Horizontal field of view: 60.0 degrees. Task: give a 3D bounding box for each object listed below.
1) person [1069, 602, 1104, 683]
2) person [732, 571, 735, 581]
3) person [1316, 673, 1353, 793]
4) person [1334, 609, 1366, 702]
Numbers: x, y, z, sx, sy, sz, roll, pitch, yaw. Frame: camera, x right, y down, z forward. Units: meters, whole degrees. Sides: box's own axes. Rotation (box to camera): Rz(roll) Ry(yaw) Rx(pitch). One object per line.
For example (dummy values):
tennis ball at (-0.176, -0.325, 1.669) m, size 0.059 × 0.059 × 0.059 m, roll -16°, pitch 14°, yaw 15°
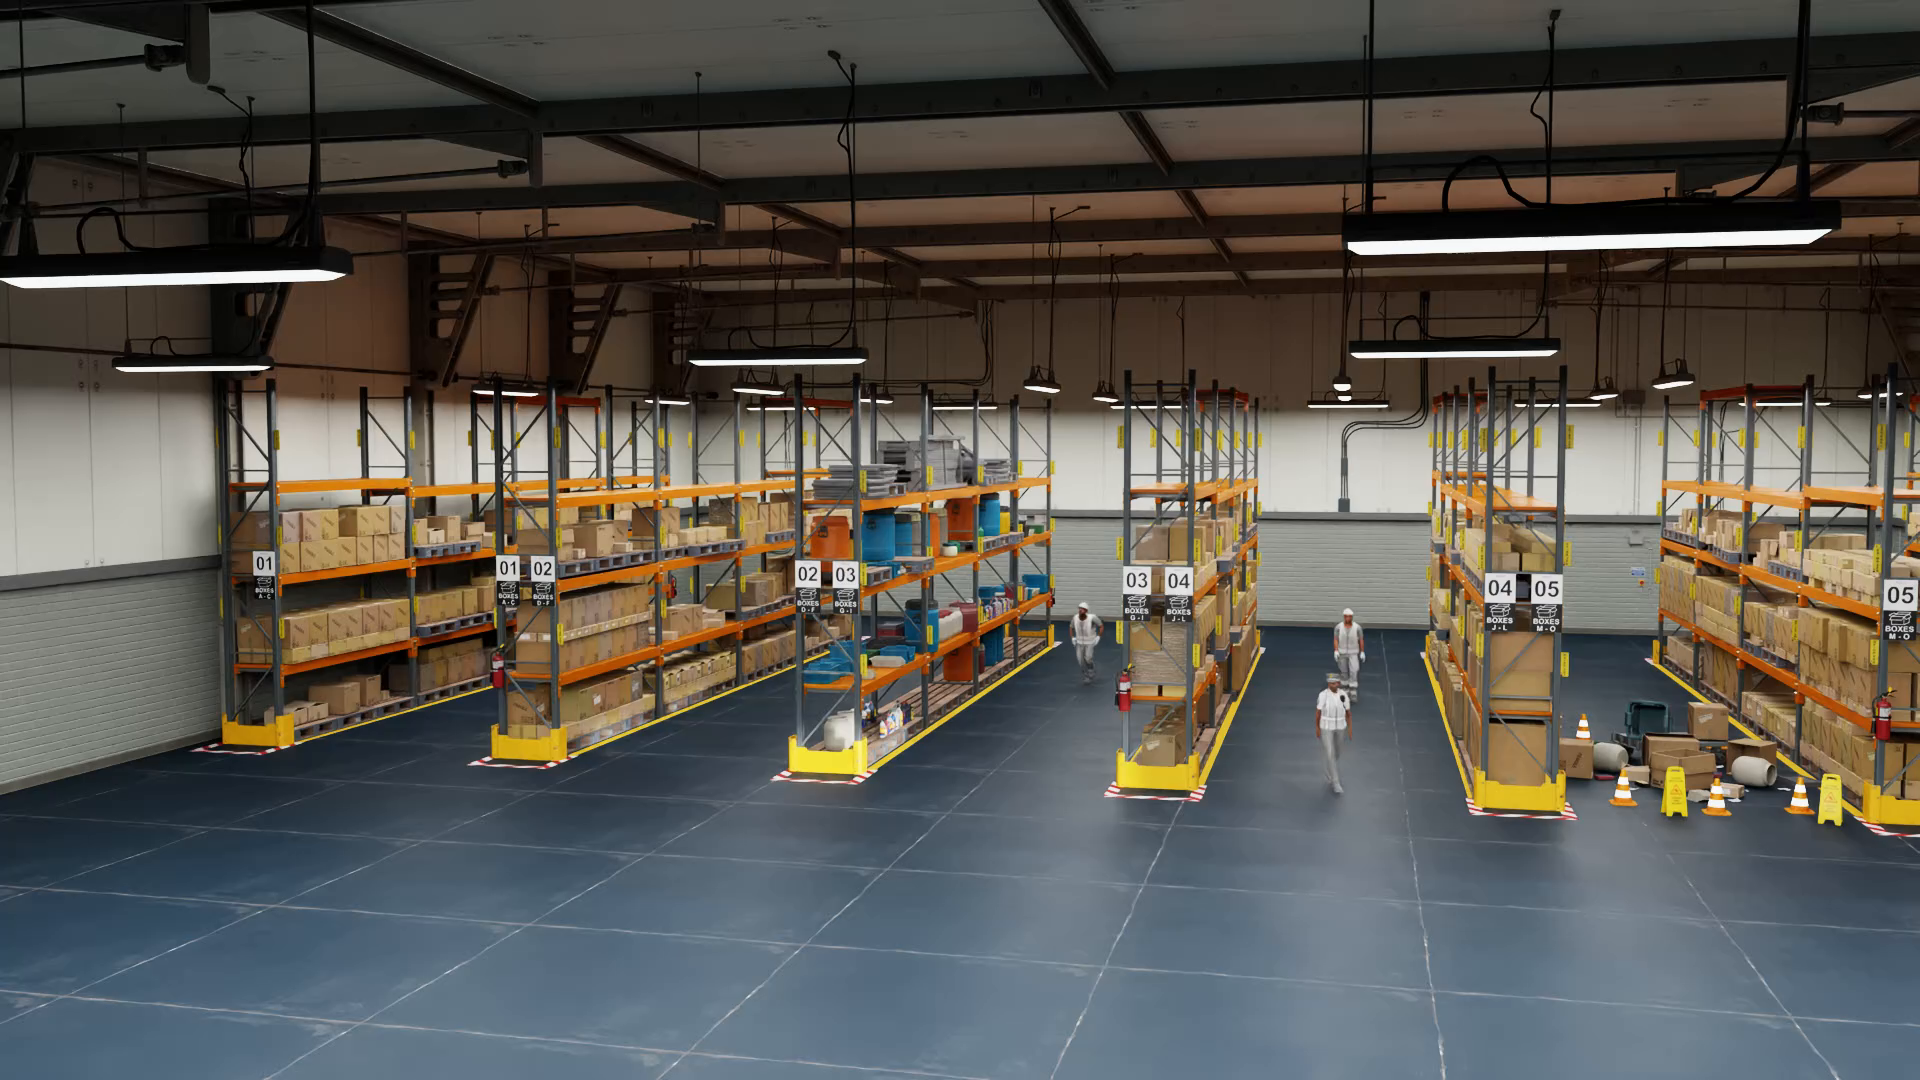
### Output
person at (2.605, 2.111, 34.197) m, size 0.727 × 1.687 × 0.628 m, roll 1°, pitch 4°, yaw 20°
person at (-5.817, 1.563, 43.545) m, size 1.089 × 1.593 × 0.421 m, roll 1°, pitch 3°, yaw 9°
person at (5.395, 2.730, 23.883) m, size 0.465 × 1.646 × 0.860 m, roll 0°, pitch 3°, yaw -7°
person at (7.448, 2.187, 31.854) m, size 0.587 × 1.742 × 0.926 m, roll 1°, pitch 4°, yaw 21°
